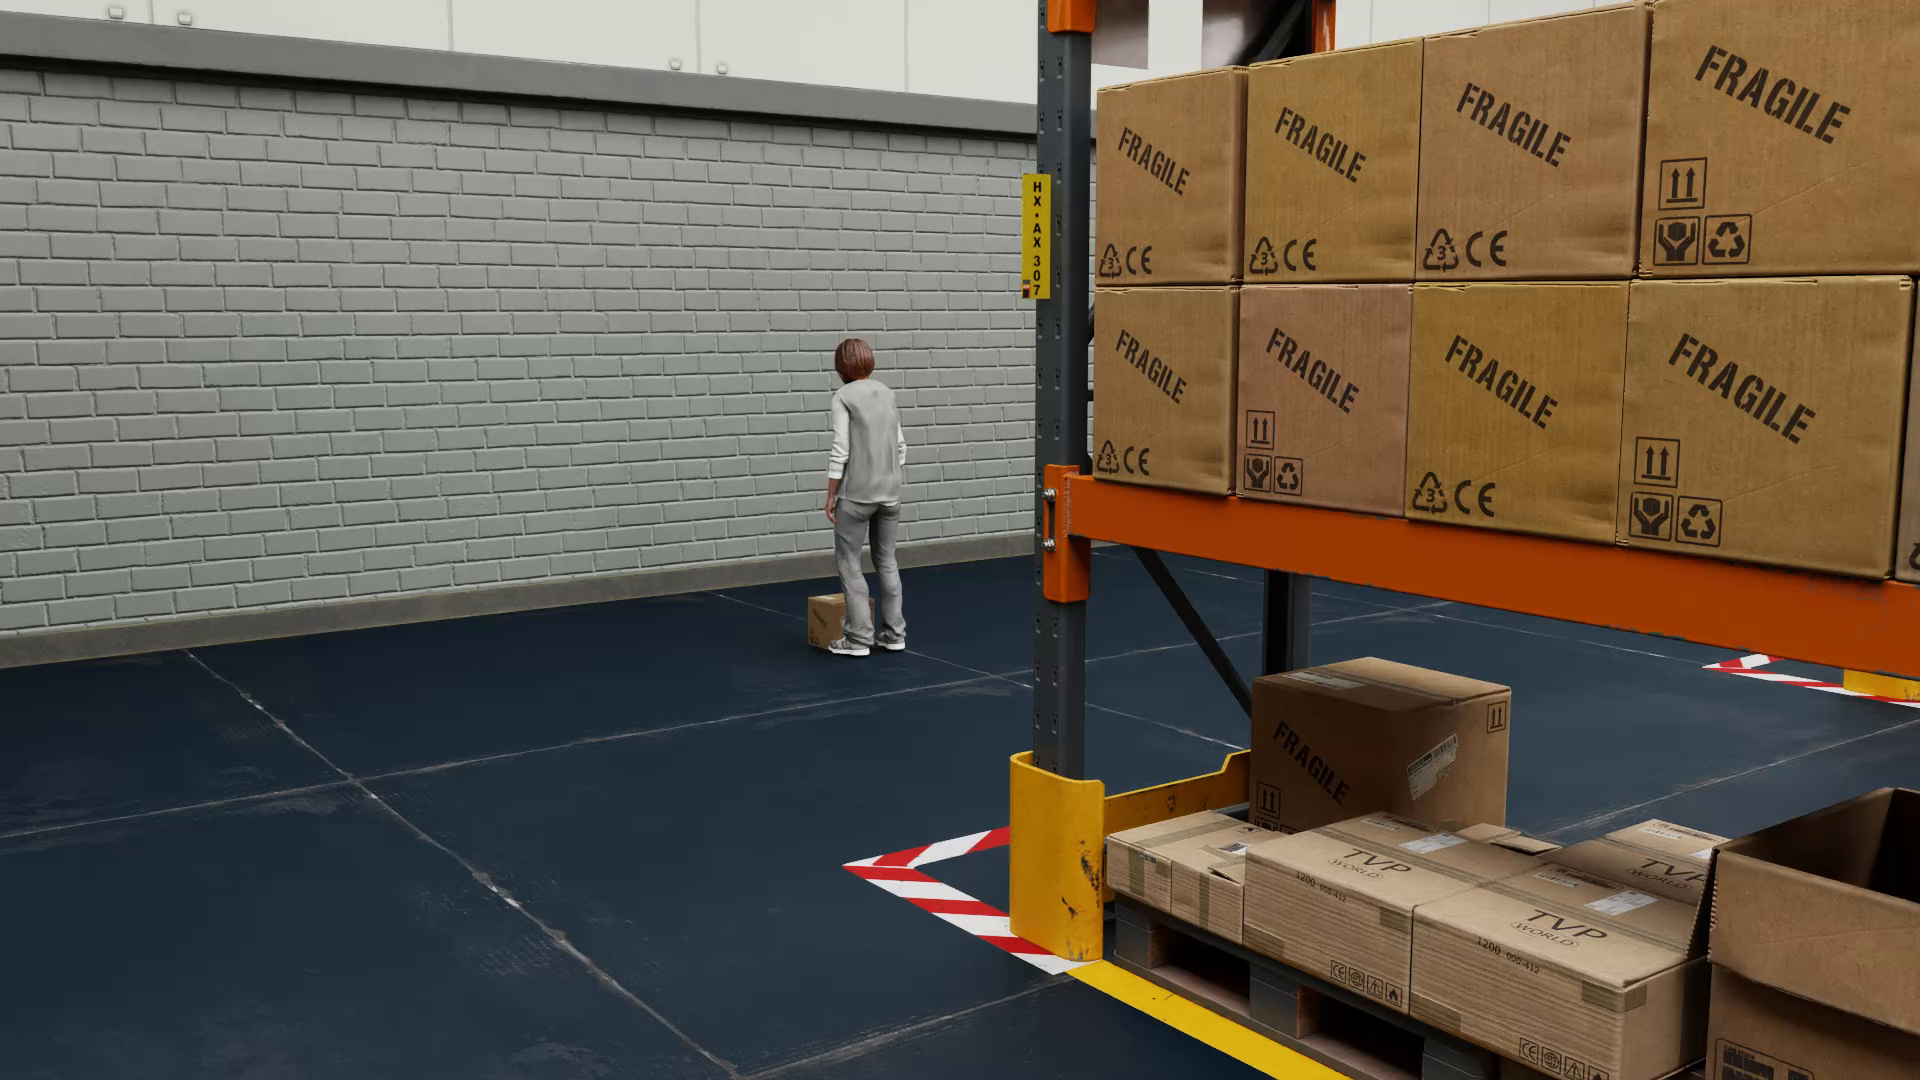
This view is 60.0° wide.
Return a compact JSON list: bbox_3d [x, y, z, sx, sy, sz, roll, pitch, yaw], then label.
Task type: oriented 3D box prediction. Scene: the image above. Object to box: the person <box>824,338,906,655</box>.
[{"bbox_3d":[-0.473,-0.213,8.370,0.483,1.592,0.347,-7,10,-39],"label":"person"}]
